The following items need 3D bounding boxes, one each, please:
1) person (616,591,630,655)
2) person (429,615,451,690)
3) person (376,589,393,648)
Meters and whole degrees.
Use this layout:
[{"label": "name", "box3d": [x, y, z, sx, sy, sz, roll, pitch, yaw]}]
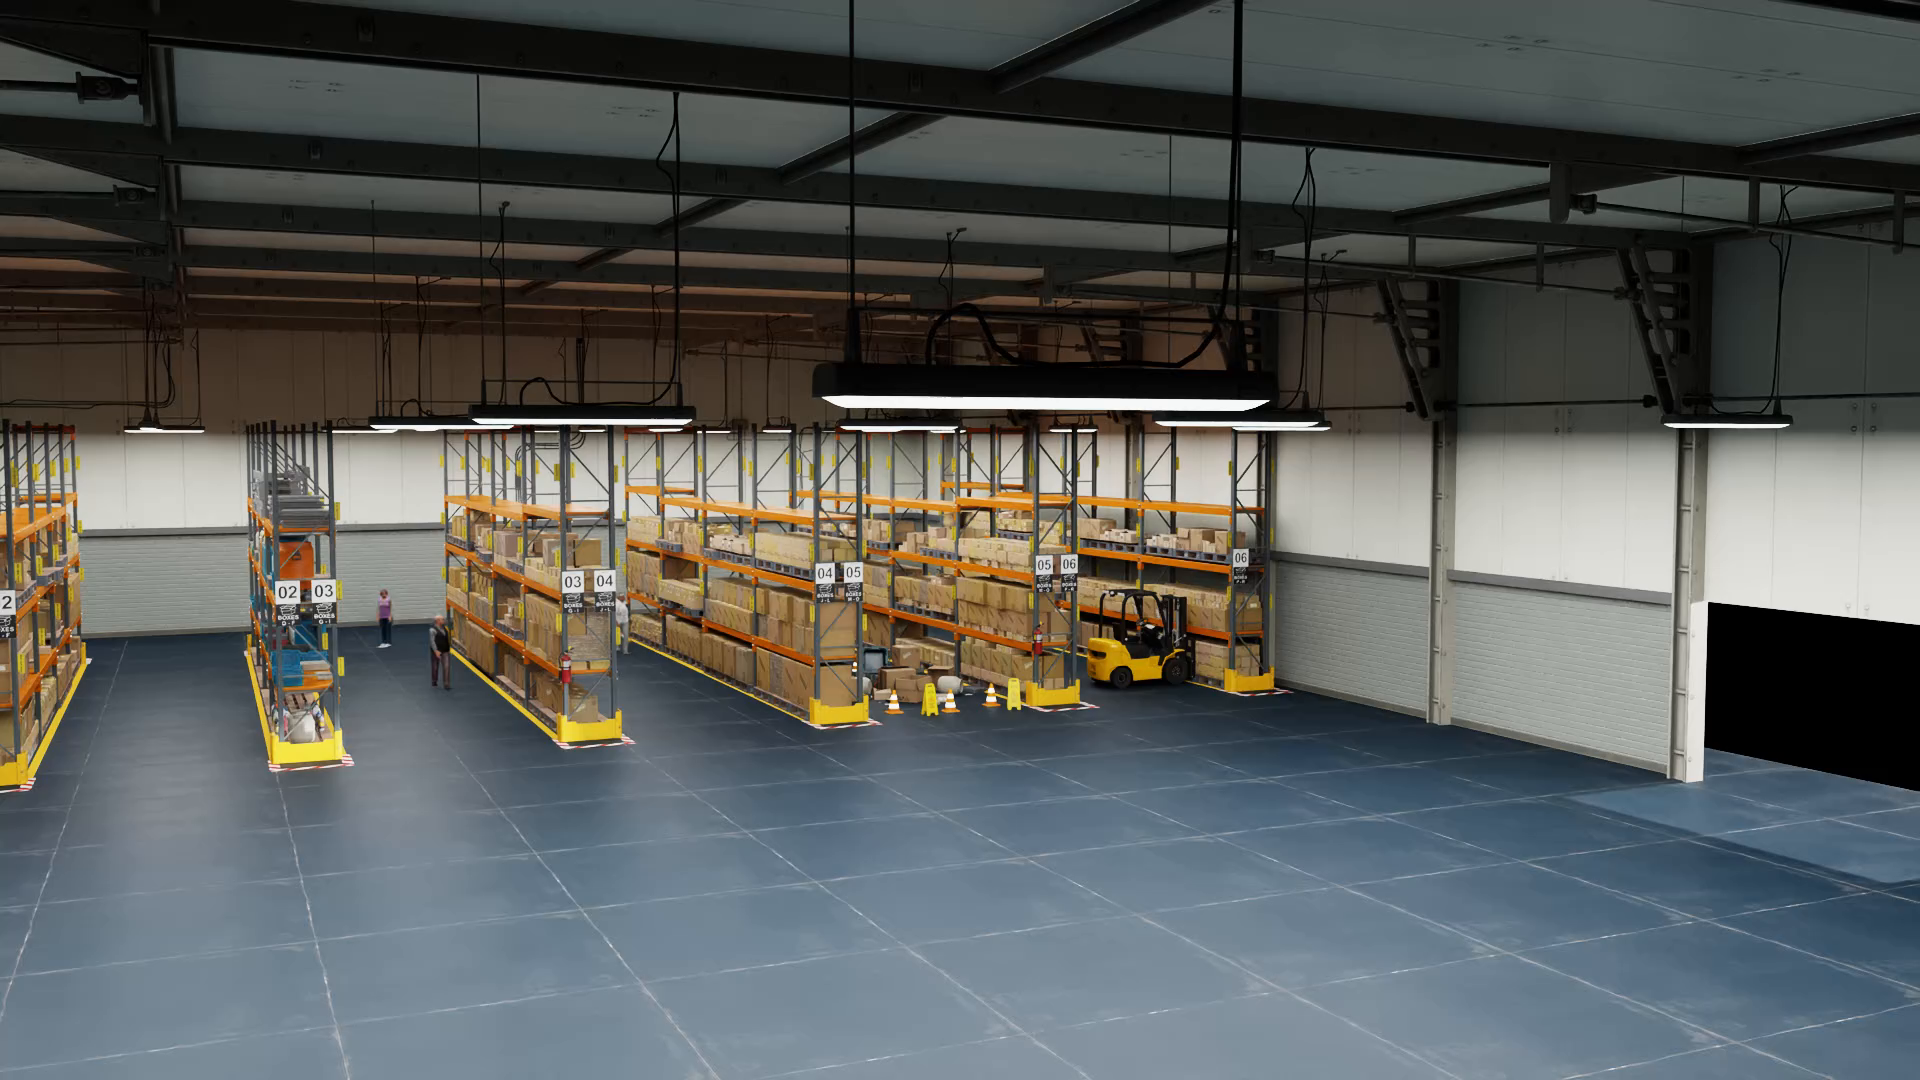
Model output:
[{"label": "person", "box3d": [-8.889, 2.167, 43.699, 0.443, 1.649, 0.900, -1, 4, -18]}, {"label": "person", "box3d": [-11.742, 2.538, 37.545, 0.469, 1.680, 1.032, -2, 4, -24]}, {"label": "person", "box3d": [-15.560, 2.117, 44.985, 0.452, 1.601, 0.379, 0, 4, -5]}]
